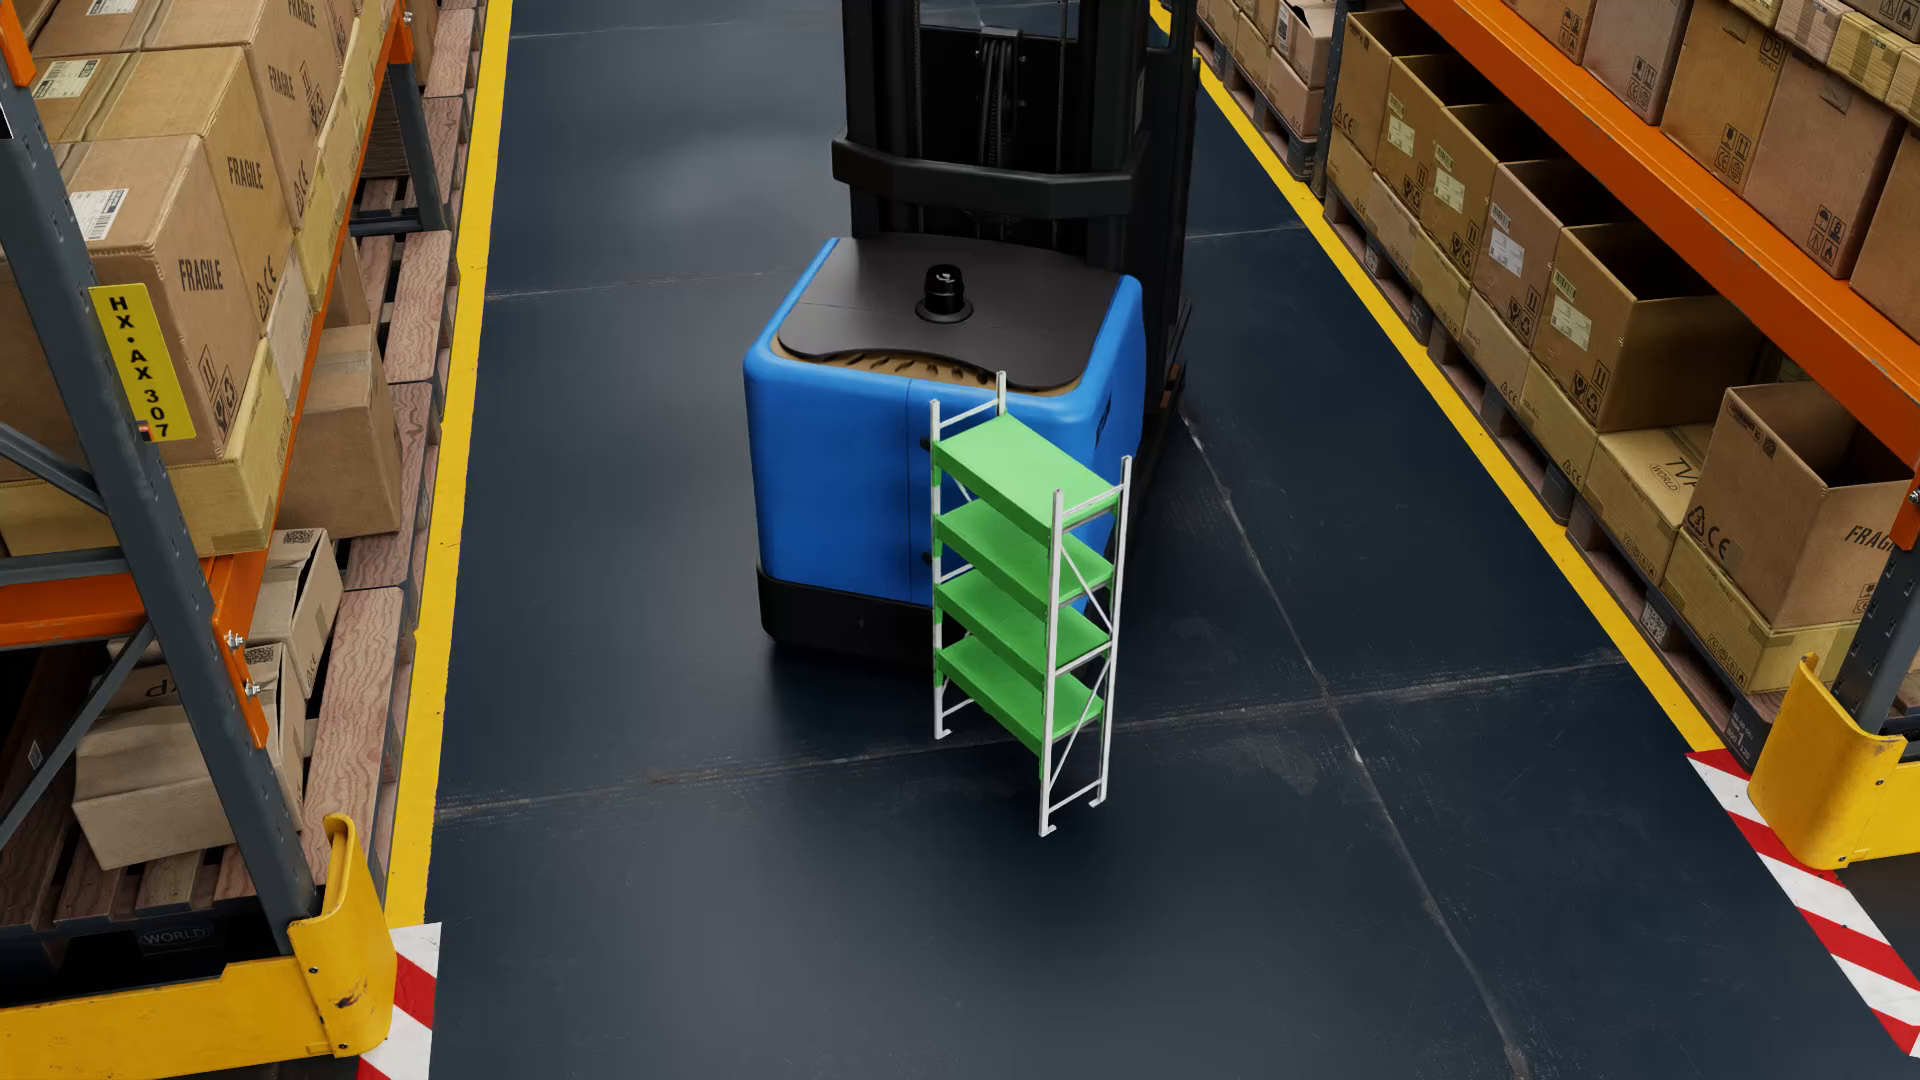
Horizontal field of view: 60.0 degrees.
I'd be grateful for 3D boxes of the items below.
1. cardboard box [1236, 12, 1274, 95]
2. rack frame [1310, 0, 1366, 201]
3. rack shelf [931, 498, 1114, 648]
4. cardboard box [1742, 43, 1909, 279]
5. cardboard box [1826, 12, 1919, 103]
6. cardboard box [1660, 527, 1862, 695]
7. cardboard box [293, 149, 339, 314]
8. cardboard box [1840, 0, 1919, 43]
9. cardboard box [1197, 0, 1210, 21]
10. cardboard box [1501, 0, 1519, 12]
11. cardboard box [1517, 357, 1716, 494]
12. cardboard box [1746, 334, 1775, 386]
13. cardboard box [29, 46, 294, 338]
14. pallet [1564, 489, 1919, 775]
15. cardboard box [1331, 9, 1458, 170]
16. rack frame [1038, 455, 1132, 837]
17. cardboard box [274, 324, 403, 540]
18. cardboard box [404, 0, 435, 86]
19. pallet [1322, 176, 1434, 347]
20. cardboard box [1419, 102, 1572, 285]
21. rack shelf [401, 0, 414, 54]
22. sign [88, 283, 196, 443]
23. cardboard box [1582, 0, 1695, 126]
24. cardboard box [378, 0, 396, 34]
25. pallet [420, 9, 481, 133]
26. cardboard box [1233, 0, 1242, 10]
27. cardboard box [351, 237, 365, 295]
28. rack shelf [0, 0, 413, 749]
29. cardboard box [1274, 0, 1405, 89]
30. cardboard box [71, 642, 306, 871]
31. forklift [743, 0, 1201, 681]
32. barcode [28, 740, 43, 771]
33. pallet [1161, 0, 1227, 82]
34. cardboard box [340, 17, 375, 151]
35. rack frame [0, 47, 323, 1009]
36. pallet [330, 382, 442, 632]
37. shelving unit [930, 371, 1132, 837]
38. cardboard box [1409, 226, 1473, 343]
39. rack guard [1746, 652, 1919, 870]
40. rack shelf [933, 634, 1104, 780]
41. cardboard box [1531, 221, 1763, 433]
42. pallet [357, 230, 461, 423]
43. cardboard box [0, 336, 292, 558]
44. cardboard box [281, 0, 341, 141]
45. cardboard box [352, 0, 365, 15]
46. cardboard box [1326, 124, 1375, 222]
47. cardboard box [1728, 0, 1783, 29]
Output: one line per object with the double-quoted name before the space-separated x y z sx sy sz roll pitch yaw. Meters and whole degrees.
"cardboard box" 1.718 -2.471 8.385 0.500 0.250 0.500 -7 38 -9
"rack frame" 2.163 -2.866 6.994 1.000 3.000 0.127 -6 38 -8
"rack shelf" 0.171 0.057 4.412 0.258 0.148 0.480 -25 45 -29
"cardboard box" 2.698 -1.090 4.626 0.700 0.500 0.500 -5 38 -7
"cardboard box" 2.517 -1.269 4.328 0.380 0.149 0.250 -7 38 -9
"cardboard box" 2.479 0.178 4.975 0.500 0.250 0.500 -6 38 -8
"cardboard box" -1.974 -0.813 4.458 0.500 0.250 0.500 -7 38 -9
"cardboard box" 2.688 -1.634 4.270 0.700 0.500 0.500 -7 38 -9
"cardboard box" 1.540 -3.088 9.178 0.500 0.250 0.500 -5 38 -7
"cardboard box" 2.346 -2.321 6.210 0.700 0.500 0.500 -7 38 -8
"cardboard box" 2.290 -0.425 5.751 0.500 0.250 0.500 -6 38 -8
"cardboard box" 2.799 -0.777 5.592 0.500 0.500 0.500 -6 38 -8
"cardboard box" -1.877 -0.780 3.804 0.500 0.500 0.500 -6 38 -8
"pallet" 2.689 0.193 5.329 1.003 0.211 1.213 -6 38 -8
"cardboard box" 1.936 -1.929 7.075 0.500 0.500 0.500 -6 38 -8
"rack frame" 0.320 0.314 4.368 0.240 1.200 0.015 -25 44 -29
"cardboard box" -2.224 -0.322 5.399 0.700 0.500 0.500 -9 39 -11
"cardboard box" -3.049 -2.580 8.305 0.700 0.500 0.500 -6 38 -7
"pallet" 2.261 -1.280 7.226 1.003 0.211 1.213 -6 38 -8
"cardboard box" 2.111 -1.325 6.298 0.500 0.500 0.500 -6 38 -8
"rack shelf" -3.064 -3.255 8.081 1.077 0.370 4.000 -6 38 -8
"sign" -1.478 -0.316 3.006 0.100 0.325 0.005 -6 38 -8
"cardboard box" 2.521 -1.708 5.422 0.700 0.500 0.500 -5 38 -7
"cardboard box" -2.332 -2.026 6.019 0.500 0.250 0.500 -6 38 -8
"pallet" -3.069 -2.439 8.717 1.003 0.211 1.213 -6 38 -8
"cardboard box" 1.627 -2.997 8.604 0.500 0.311 0.500 -6 38 -8
"cardboard box" -2.590 -1.066 6.628 0.380 0.166 0.250 -11 39 -14
"rack shelf" -2.363 -0.839 4.971 1.077 0.370 4.000 -6 38 -8
"cardboard box" 1.810 -2.382 7.812 0.500 0.311 0.500 -6 38 -8
"cardboard box" -2.045 0.545 4.436 0.500 0.311 0.500 -10 39 -13
"forklift" 0.246 -1.612 5.436 1.130 2.935 3.031 9 39 12
"barcode" -2.442 0.574 4.392 0.001 0.075 0.075 -6 38 -8
"pallet" 1.778 -2.944 9.368 1.003 0.211 1.213 -6 38 -8
"cardboard box" -2.150 -1.422 5.242 0.500 0.250 0.500 -6 38 -8
"rack frame" -2.012 0.085 3.196 1.000 3.000 0.127 -6 38 -8
"pallet" -2.344 -0.090 5.693 1.003 0.211 1.213 -6 38 -8
"shelving unit" 0.171 0.196 4.520 0.258 1.200 0.503 -25 44 -29
"cardboard box" 2.111 -1.028 6.528 0.500 0.250 0.500 -6 38 -8
"rack guard" 2.868 0.551 4.633 1.175 0.500 0.348 -6 38 -8
"rack shelf" 0.171 0.436 4.706 0.258 0.148 0.480 -25 45 -29
"cardboard box" 2.287 -0.721 5.520 0.500 0.500 0.500 -6 38 -8
"pallet" -2.561 -0.828 6.644 1.003 0.211 1.213 -6 38 -8
"cardboard box" -1.785 -0.193 3.659 0.500 0.250 0.500 -7 38 -9
"cardboard box" -2.064 -1.404 4.606 0.500 0.500 0.500 -5 38 -7
"cardboard box" -2.233 -2.023 5.404 0.500 0.500 0.500 -6 38 -8
"cardboard box" 1.946 -1.634 7.307 0.500 0.250 0.500 -6 38 -8
"cardboard box" 2.429 -1.579 4.728 0.380 0.149 0.250 -5 38 -7
